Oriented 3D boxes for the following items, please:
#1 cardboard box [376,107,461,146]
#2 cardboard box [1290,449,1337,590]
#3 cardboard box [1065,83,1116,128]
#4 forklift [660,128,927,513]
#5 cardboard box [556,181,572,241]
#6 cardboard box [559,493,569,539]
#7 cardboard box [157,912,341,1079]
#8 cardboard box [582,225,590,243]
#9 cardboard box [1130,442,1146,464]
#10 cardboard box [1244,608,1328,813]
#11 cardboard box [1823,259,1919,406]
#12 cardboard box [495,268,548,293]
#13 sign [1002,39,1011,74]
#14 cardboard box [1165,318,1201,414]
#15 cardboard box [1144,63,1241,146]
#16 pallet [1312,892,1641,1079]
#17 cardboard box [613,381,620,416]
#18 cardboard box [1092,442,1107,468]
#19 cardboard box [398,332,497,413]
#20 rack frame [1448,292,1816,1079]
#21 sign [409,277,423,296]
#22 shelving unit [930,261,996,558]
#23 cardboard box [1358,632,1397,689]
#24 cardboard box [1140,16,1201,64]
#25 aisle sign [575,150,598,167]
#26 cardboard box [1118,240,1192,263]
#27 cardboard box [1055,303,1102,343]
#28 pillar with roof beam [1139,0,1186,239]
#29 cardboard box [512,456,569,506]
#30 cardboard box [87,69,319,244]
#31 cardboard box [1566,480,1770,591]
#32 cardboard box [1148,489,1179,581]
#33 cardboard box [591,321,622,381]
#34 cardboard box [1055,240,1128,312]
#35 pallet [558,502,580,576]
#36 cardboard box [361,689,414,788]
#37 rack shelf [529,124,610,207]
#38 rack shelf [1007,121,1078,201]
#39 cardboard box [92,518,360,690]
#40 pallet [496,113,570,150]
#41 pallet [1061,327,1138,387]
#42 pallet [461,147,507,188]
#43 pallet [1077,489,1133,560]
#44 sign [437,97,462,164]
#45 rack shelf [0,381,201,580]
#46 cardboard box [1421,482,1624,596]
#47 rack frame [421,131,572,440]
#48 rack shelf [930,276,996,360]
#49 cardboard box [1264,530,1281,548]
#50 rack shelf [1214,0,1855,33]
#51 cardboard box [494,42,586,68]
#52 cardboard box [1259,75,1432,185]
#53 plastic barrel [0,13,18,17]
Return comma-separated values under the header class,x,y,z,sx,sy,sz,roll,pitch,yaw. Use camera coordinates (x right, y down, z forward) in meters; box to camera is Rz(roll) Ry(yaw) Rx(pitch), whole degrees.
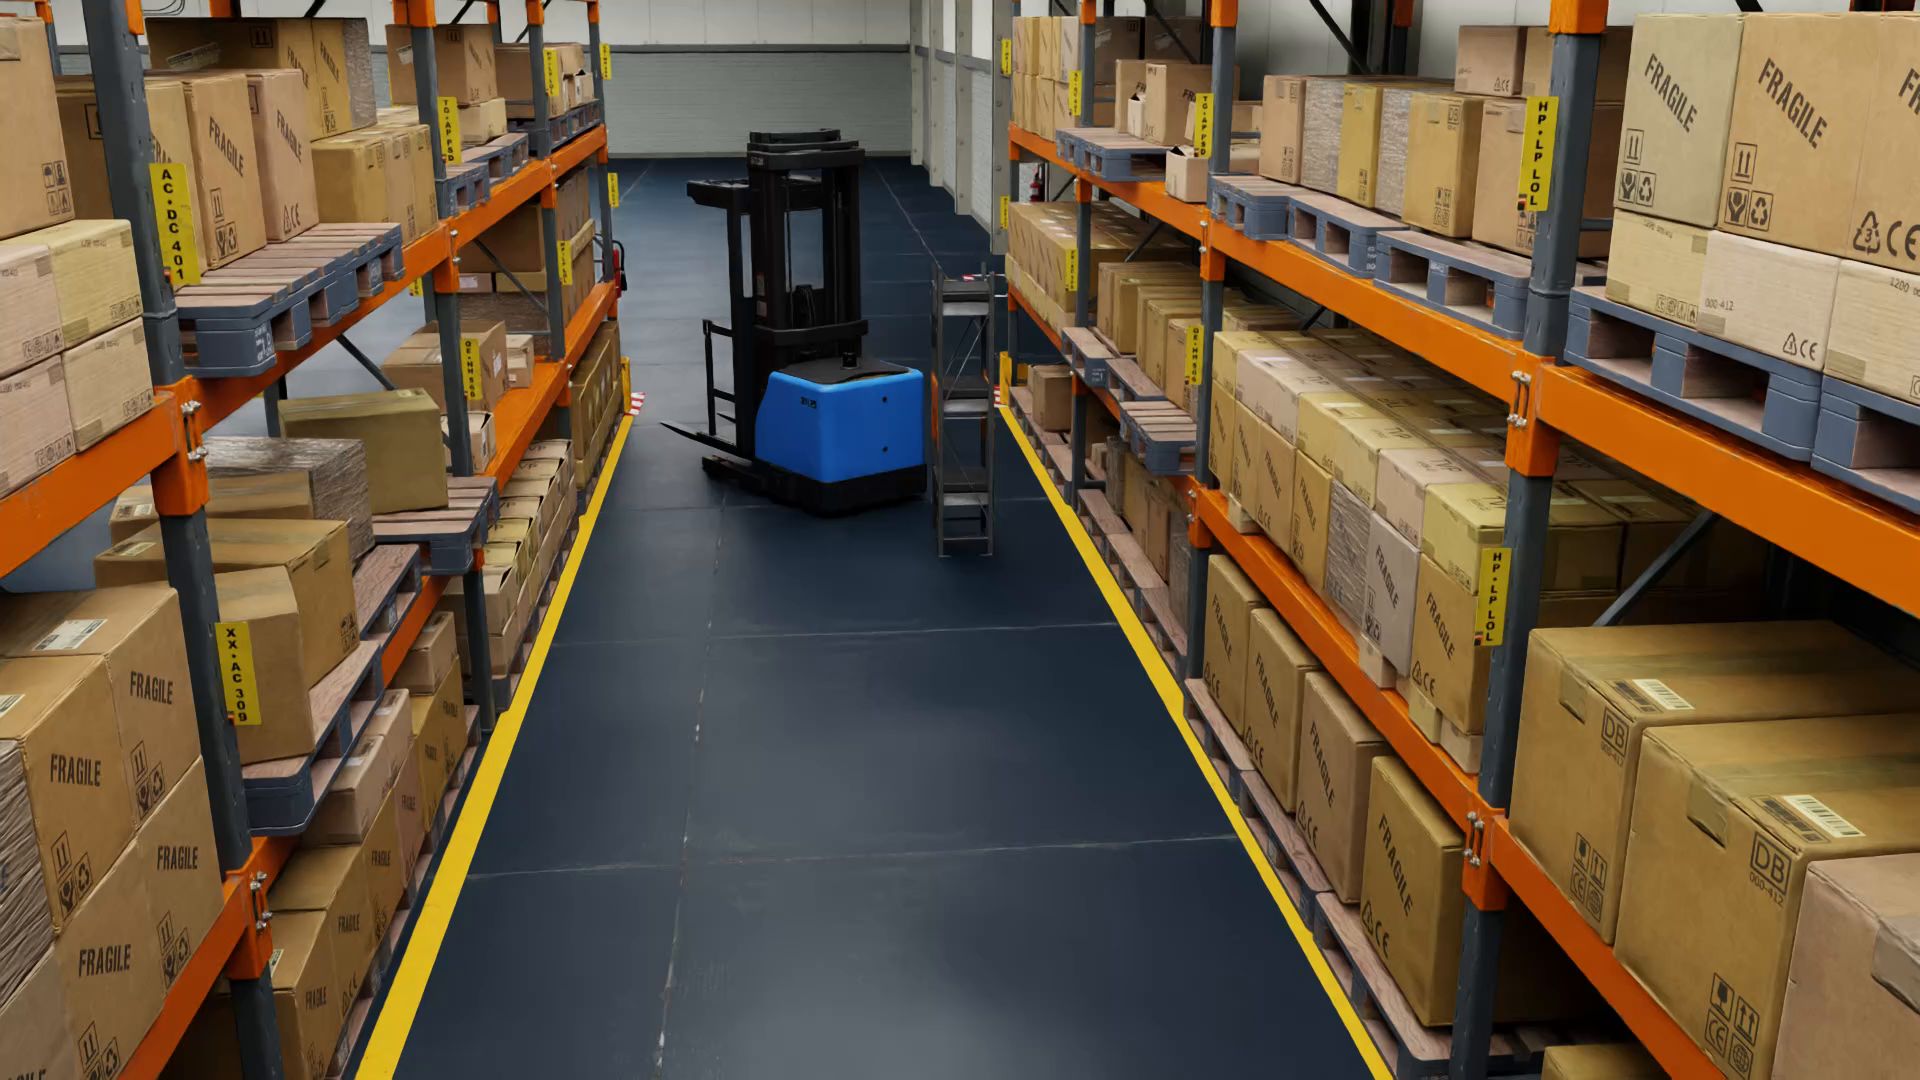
class,x,y,z,sx,sy,sz,roll,pitch,yaw
cardboard box,-3.381,-2.540,10.302,0.500,0.250,0.500,-3,18,-10
cardboard box,1.774,-0.102,7.297,0.500,0.500,0.500,-1,17,-4
cardboard box,1.112,-3.338,13.094,0.500,0.500,0.500,-1,17,-4
forklift,-1.585,-1.993,14.132,1.130,2.935,3.031,-13,22,-37
cardboard box,-3.724,-2.799,14.253,0.700,0.500,0.500,-2,18,-6
cardboard box,-3.135,-0.175,12.116,0.500,0.250,0.500,-2,18,-6
cardboard box,-2.499,1.663,5.812,0.500,0.500,0.500,-3,18,-8
cardboard box,-3.646,-2.839,15.462,0.380,0.149,0.250,-2,18,-6
cardboard box,1.551,-0.731,12.185,0.500,0.250,0.500,-2,18,-7
cardboard box,1.852,0.795,8.024,0.750,0.750,0.750,-2,18,-6
cardboard box,2.143,-0.411,3.354,0.500,0.250,0.500,-2,18,-7
cardboard box,-3.352,-1.995,12.774,0.380,0.149,0.250,-2,18,-6
sign,0.458,-4.729,16.266,0.100,0.325,0.005,-2,18,-6
cardboard box,1.679,-1.077,10.199,0.700,0.500,0.500,-3,18,-11
cardboard box,1.514,-2.852,10.879,0.500,0.500,0.500,-2,18,-8
pallet,2.081,1.780,6.654,1.003,0.211,1.213,-2,18,-6
cardboard box,-3.517,-1.333,15.804,0.500,0.250,0.500,-2,18,-6
cardboard box,1.325,-0.723,13.967,0.380,0.166,0.250,-4,18,-13
cardboard box,-3.348,-1.064,10.892,0.500,0.500,0.500,-2,18,-6
rack frame,2.235,0.677,5.512,1.000,3.000,0.127,-2,18,-6
sign,-4.069,-1.985,12.415,0.100,0.325,0.005,-2,18,-6
shelving unit,0.017,-0.952,12.205,0.431,2.100,0.503,-2,18,-6
cardboard box,1.801,0.466,6.572,0.380,0.149,0.250,-2,18,-6
cardboard box,1.644,-3.826,12.980,0.500,0.500,0.500,-1,17,-4
aisle sign,-3.644,-4.013,16.110,0.394,0.787,0.004,-2,18,-6
cardboard box,1.569,-2.148,13.477,0.500,0.500,0.500,-2,18,-7
cardboard box,1.060,-1.776,13.543,0.500,0.250,0.500,-2,18,-6
pillar with roof beam,-2.352,-5.445,14.998,9.100,9.000,0.400,-2,18,-6
cardboard box,-3.130,-0.441,12.028,0.500,0.311,0.500,-1,17,-4
cardboard box,-2.811,-1.445,6.229,0.600,0.600,0.600,-2,18,-8
cardboard box,2.447,-0.025,5.799,0.500,0.250,0.500,-1,17,-4
cardboard box,1.679,-0.049,11.263,0.700,0.500,0.500,-2,18,-6
cardboard box,-3.578,-1.839,16.166,0.500,0.500,0.500,-2,18,-6
cardboard box,1.054,-2.133,13.429,0.500,0.500,0.500,-2,18,-6
pallet,-3.402,-0.003,12.335,1.003,0.211,1.213,-2,18,-6
cardboard box,-2.655,0.857,7.125,0.500,0.250,0.500,-2,18,-7
rack shelf,-3.723,-3.236,14.169,1.077,0.370,4.000,-2,18,-6
rack shelf,1.204,-3.390,14.660,1.077,0.370,4.000,-2,18,-6
cardboard box,-2.652,0.233,6.061,0.700,0.500,0.500,1,17,3
pallet,-3.631,-3.194,12.983,1.003,0.211,1.213,-2,18,-6
pallet,1.344,-1.382,12.393,1.003,0.211,1.213,-2,18,-6
pallet,-3.382,-2.234,10.092,1.003,0.211,1.213,-1,17,-3
pallet,1.492,-0.144,12.783,1.003,0.211,1.213,-2,18,-6
sign,-2.564,-2.054,8.341,0.100,0.325,0.005,-2,18,-6
rack shelf,-2.486,0.340,2.781,1.077,0.370,4.000,-2,18,-6
cardboard box,1.932,-0.011,5.755,0.500,0.250,0.500,-1,17,-4
rack frame,-3.517,-1.552,12.613,1.000,3.000,0.127,-2,18,-6
rack shelf,0.017,-1.607,12.000,0.431,0.518,0.480,-2,18,-6
cardboard box,1.735,-0.071,8.280,0.380,0.149,0.250,-2,18,-6
rack shelf,2.029,-2.247,6.679,1.077,0.370,4.000,-2,18,-6
cardboard box,-3.874,-4.320,15.314,0.797,0.503,0.637,-1,17,-2
cardboard box,1.929,-2.063,8.332,0.700,0.500,0.500,-3,18,-10
plastic barrel,-8.680,-4.287,14.899,0.600,0.830,0.708,-2,18,-6
